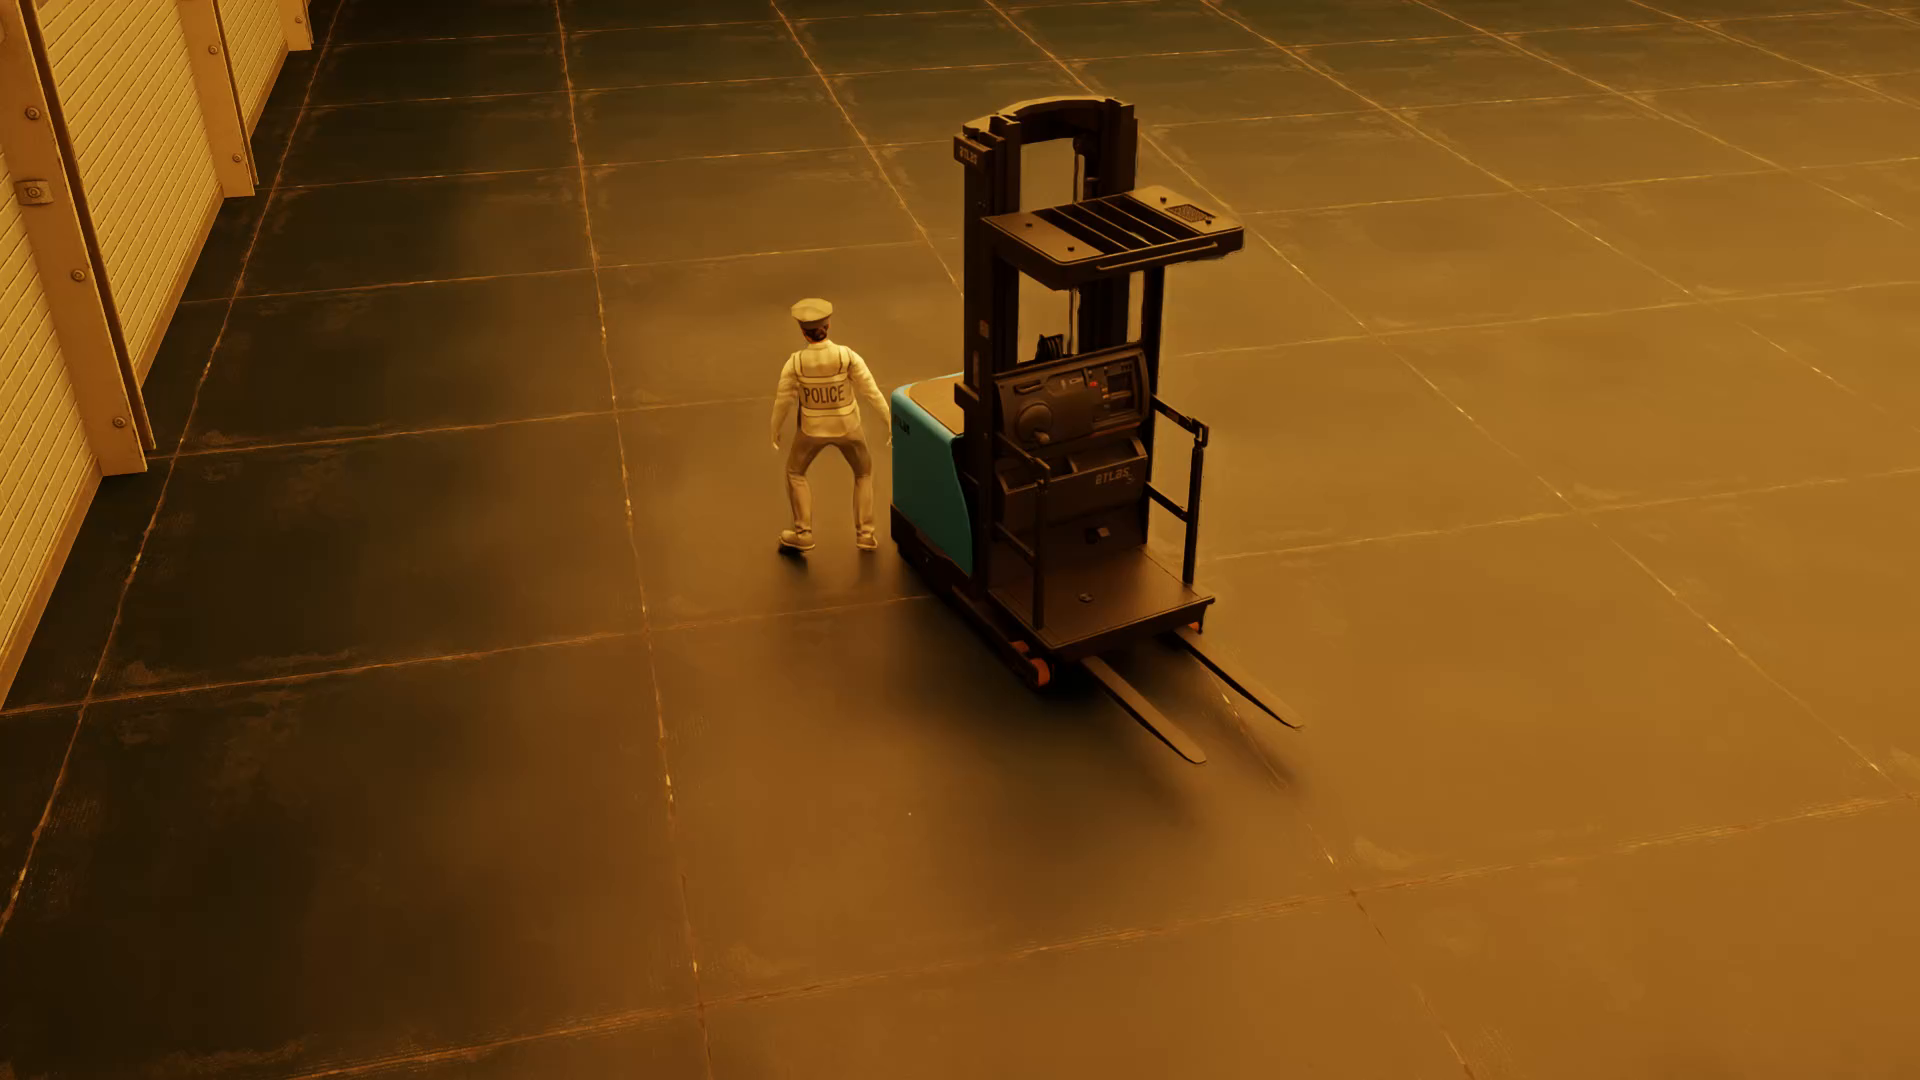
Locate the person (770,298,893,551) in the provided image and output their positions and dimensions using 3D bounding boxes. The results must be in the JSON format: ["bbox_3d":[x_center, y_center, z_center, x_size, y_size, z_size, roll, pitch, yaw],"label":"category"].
[{"bbox_3d":[-0.759,-0.660,10.054,0.789,1.622,0.392,0,30,-1],"label":"person"}]

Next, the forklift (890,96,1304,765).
[{"bbox_3d":[0.723,-0.720,8.818,1.130,2.935,3.031,-15,33,-25],"label":"forklift"}]
